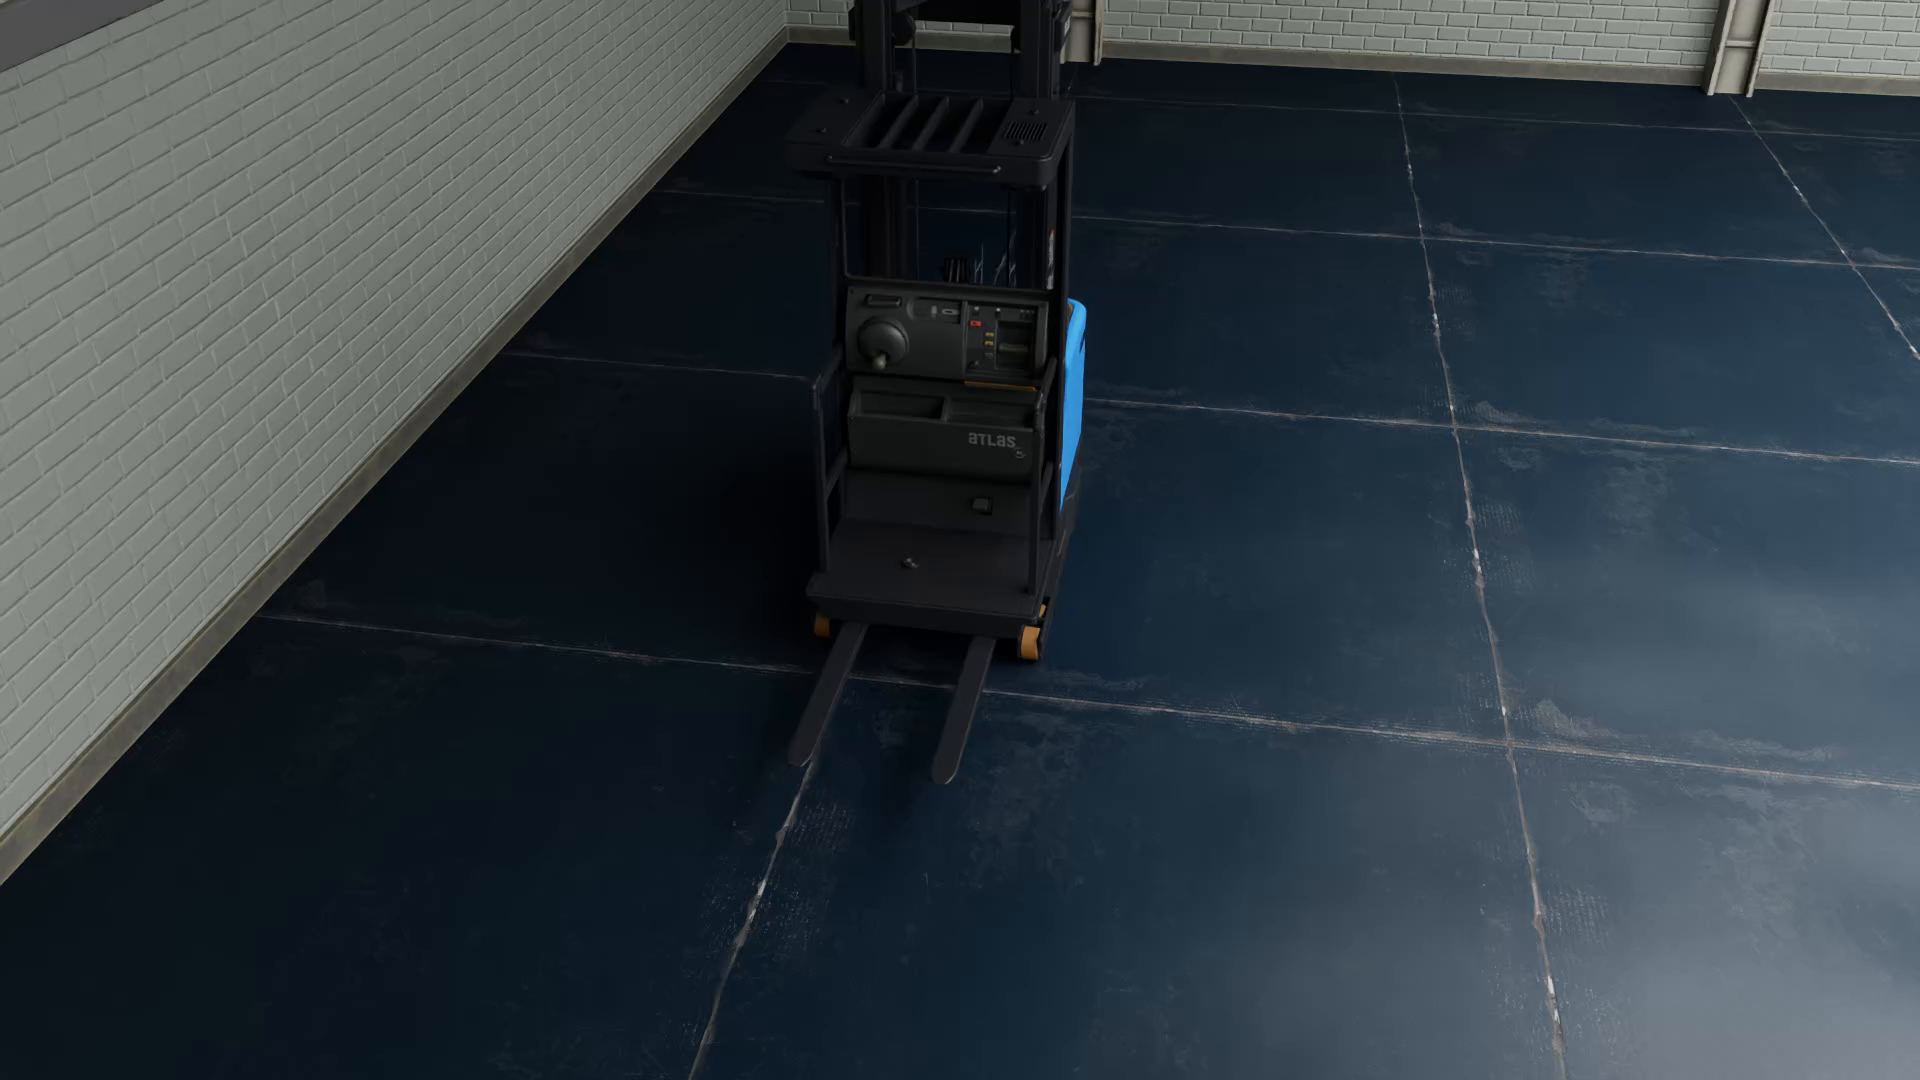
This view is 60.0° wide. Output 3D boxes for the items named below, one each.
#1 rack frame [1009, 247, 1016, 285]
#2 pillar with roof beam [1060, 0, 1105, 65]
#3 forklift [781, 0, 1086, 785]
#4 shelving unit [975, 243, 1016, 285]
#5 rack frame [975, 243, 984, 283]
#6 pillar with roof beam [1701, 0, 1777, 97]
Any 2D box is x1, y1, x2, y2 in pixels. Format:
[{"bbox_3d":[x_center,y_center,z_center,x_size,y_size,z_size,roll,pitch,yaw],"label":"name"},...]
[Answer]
[{"bbox_3d":[0.282,-1.024,9.246,0.006,1.200,0.240,6,31,9],"label":"rack frame"},{"bbox_3d":[0.449,-6.254,10.260,0.400,9.000,9.100,5,32,8],"label":"pillar with roof beam"},{"bbox_3d":[-0.101,-0.884,7.400,1.130,2.935,3.031,6,32,9],"label":"forklift"},{"bbox_3d":[0.192,-1.033,9.261,0.189,1.200,0.258,6,31,9],"label":"shelving unit"},{"bbox_3d":[0.102,-1.041,9.275,0.006,1.200,0.240,6,31,9],"label":"rack frame"},{"bbox_3d":[6.364,-5.718,9.404,0.400,9.000,9.100,5,32,8],"label":"pillar with roof beam"}]
